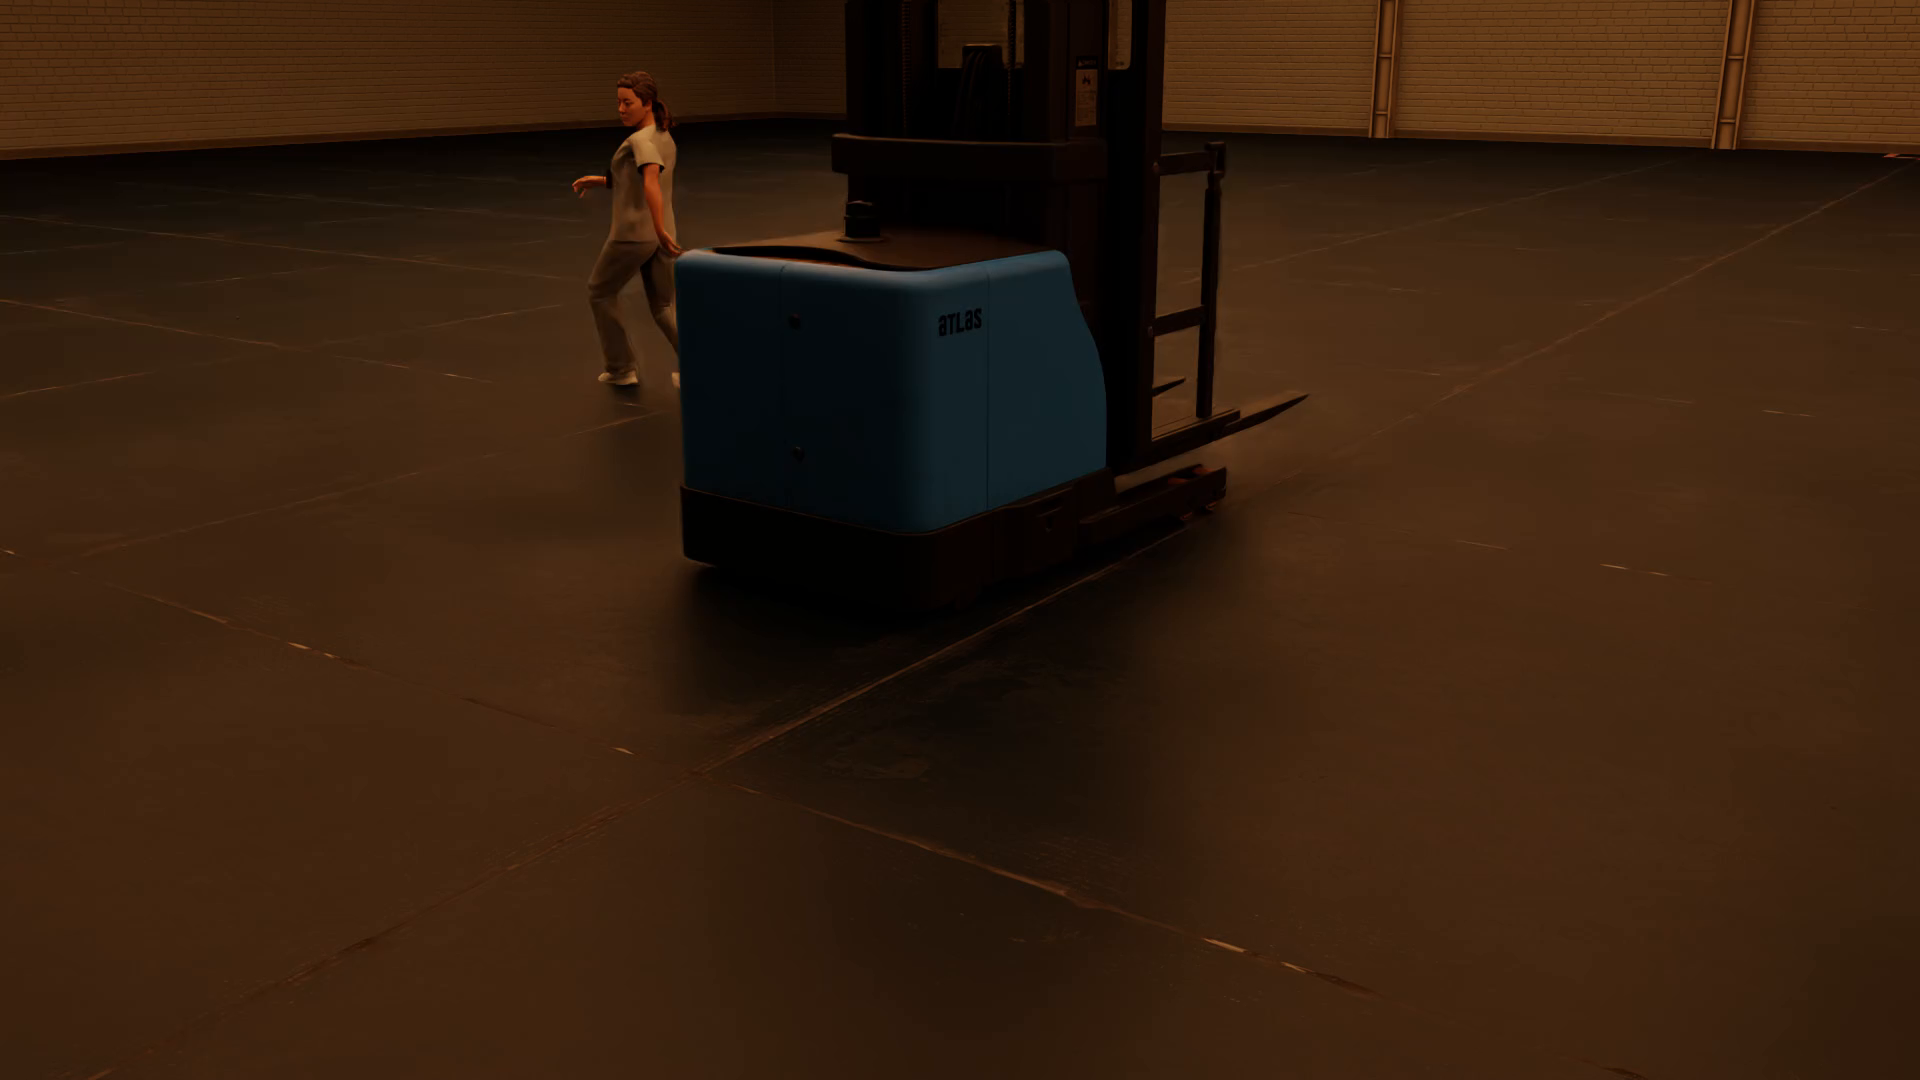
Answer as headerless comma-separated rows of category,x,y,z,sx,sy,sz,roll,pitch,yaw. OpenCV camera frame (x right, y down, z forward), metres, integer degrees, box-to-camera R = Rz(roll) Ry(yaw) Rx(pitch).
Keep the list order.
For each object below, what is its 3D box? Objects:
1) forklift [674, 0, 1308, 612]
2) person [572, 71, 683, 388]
forklift,0.361,-1.546,6.002,1.130,2.935,3.031,12,20,35
person,-1.592,-1.509,8.291,0.852,1.589,0.471,11,20,32
